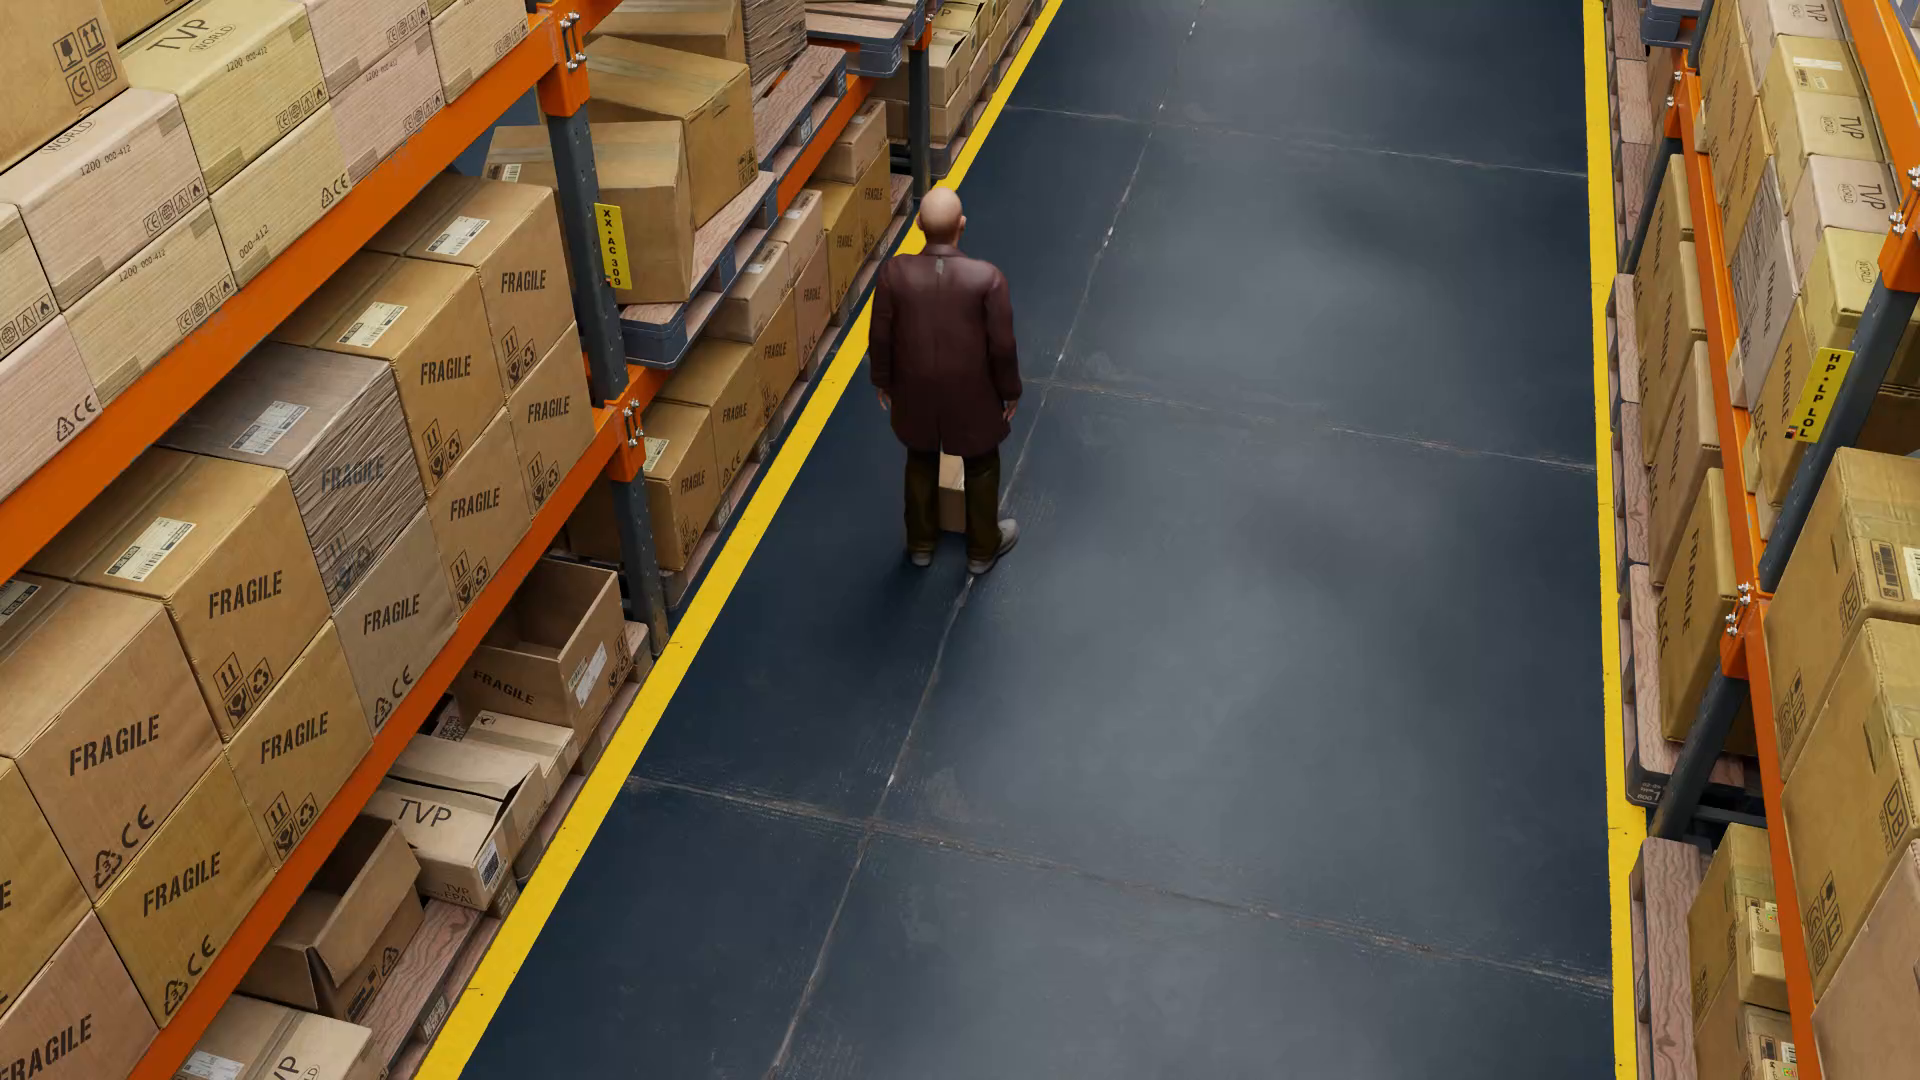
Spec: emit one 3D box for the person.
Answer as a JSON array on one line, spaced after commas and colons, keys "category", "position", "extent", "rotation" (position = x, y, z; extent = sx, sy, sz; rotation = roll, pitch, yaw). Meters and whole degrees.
[{"category": "person", "position": [-0.058, -0.636, 6.915], "extent": [0.644, 1.772, 0.433], "rotation": [8, 41, 9]}]
